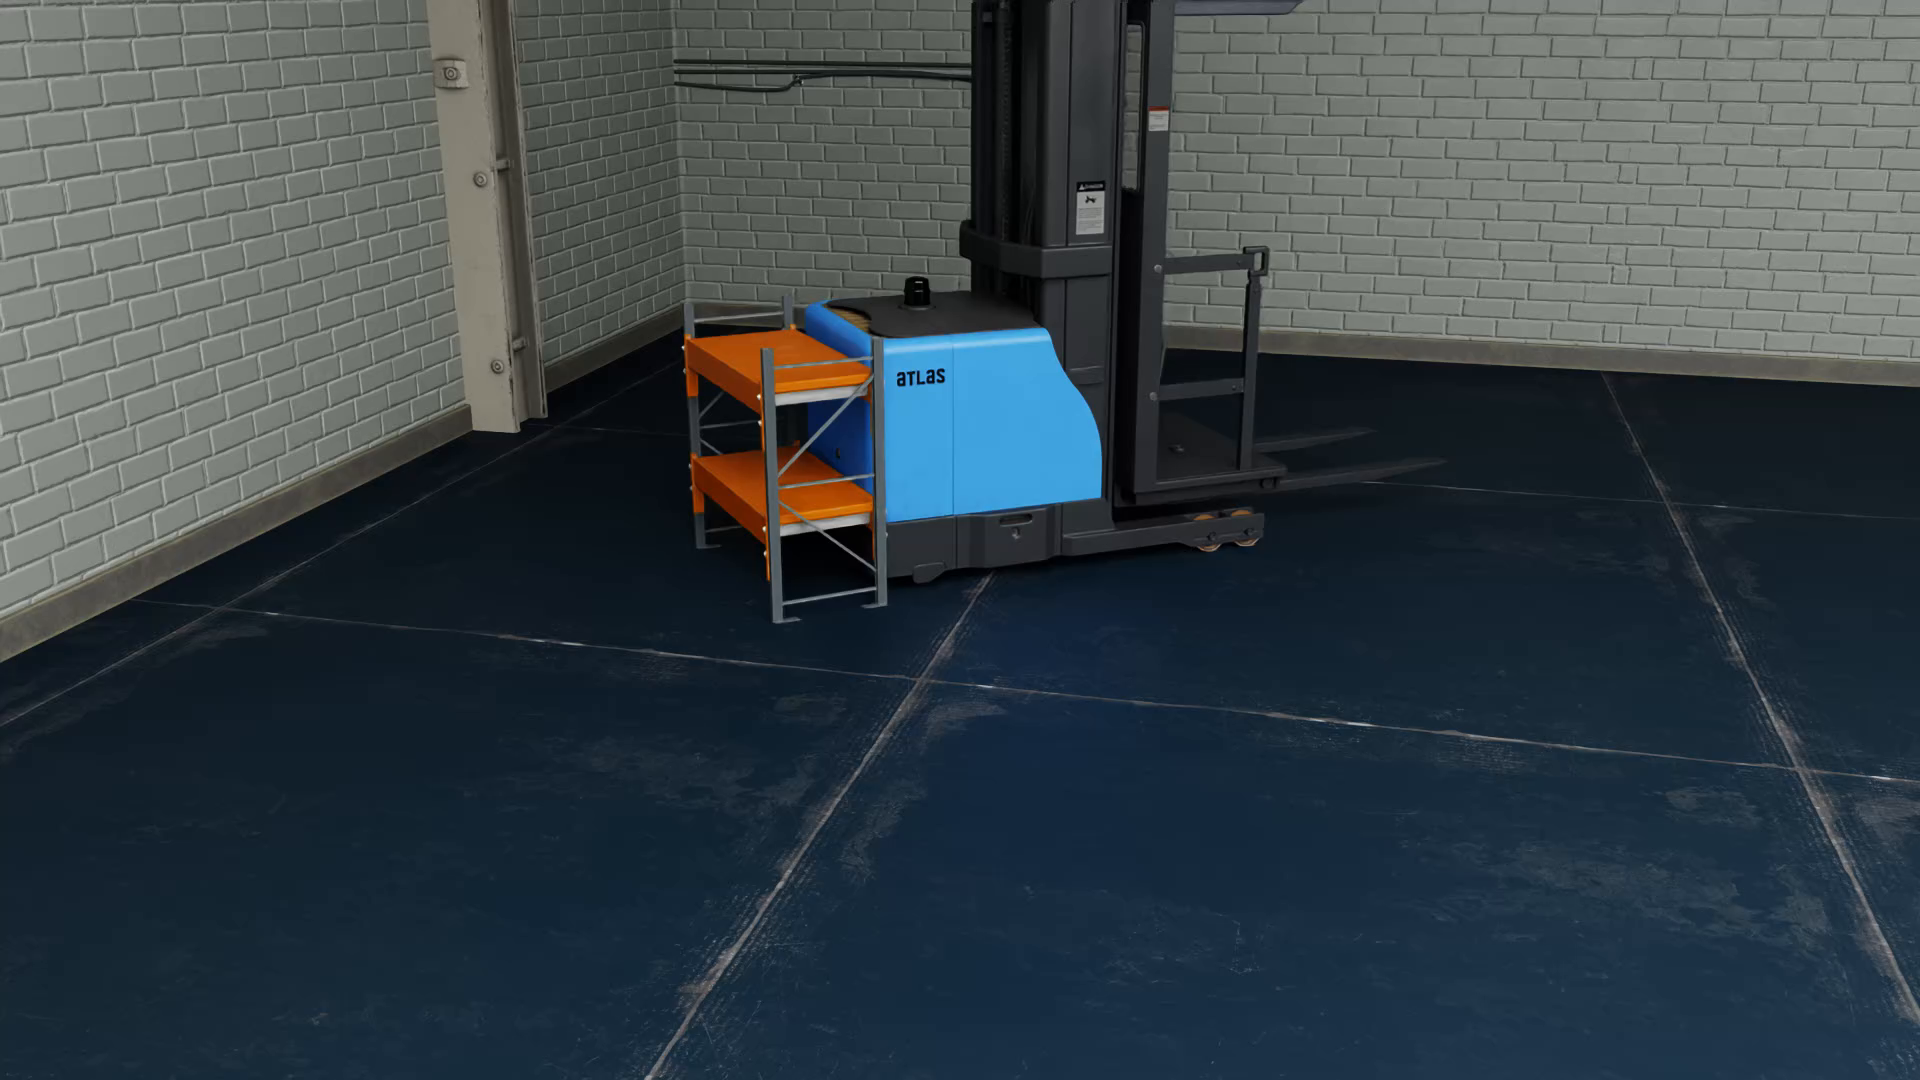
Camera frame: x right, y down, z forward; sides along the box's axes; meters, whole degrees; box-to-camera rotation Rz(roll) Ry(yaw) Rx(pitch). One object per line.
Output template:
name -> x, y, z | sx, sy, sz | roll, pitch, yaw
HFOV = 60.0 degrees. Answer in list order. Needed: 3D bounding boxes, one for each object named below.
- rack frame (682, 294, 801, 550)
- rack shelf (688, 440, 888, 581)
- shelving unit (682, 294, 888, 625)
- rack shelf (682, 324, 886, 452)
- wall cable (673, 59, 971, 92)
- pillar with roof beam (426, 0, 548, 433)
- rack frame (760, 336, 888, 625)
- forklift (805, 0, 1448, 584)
rack frame -> -0.976, -0.527, 7.489 | 0.500, 1.125, 0.032 | -9, 21, -24
rack shelf -> -0.754, -0.147, 7.135 | 0.538, 0.278, 1.000 | -9, 21, -24
shelving unit -> -0.754, -0.379, 7.056 | 0.538, 1.125, 1.048 | -9, 21, -24
rack shelf -> -0.754, -0.656, 6.962 | 0.538, 0.278, 1.000 | -9, 21, -24
wall cable -> -0.628, -4.291, 11.133 | 3.097, 2.526, 0.112 | 5, 19, 13
pillar with roof beam -> 1.545, -4.602, 7.239 | 9.100, 9.000, 0.400 | 5, 19, 13
rack frame -> -0.532, -0.231, 6.624 | 0.500, 1.125, 0.032 | -9, 21, -24
forklift -> 0.855, -1.484, 7.498 | 3.031, 2.935, 1.130 | -7, 20, -20
